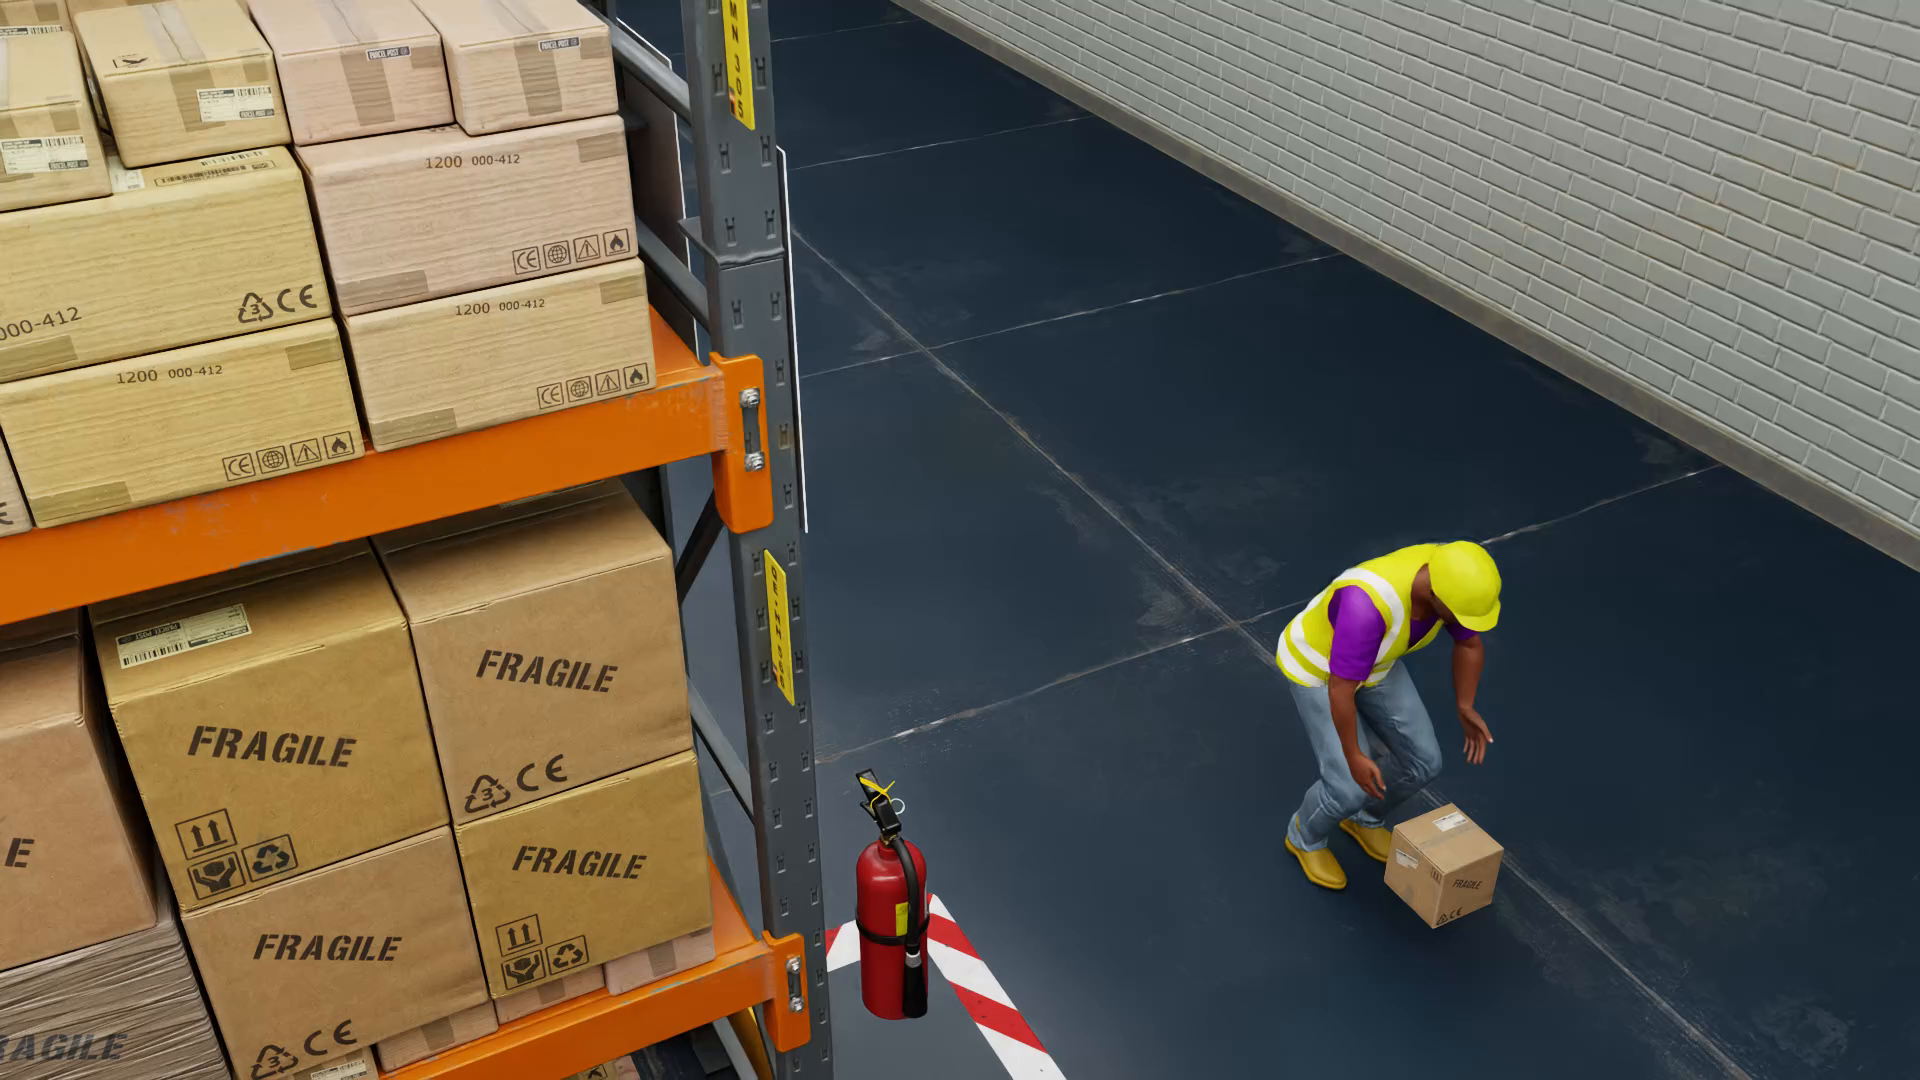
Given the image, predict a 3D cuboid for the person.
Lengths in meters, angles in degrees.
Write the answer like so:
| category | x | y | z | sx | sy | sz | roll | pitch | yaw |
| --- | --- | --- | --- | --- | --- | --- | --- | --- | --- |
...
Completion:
| category | x | y | z | sx | sy | sz | roll | pitch | yaw |
| --- | --- | --- | --- | --- | --- | --- | --- | --- | --- |
| person | 1.428 | 0.516 | 5.599 | 0.630 | 1.462 | 0.727 | -16 | 36 | -23 |
